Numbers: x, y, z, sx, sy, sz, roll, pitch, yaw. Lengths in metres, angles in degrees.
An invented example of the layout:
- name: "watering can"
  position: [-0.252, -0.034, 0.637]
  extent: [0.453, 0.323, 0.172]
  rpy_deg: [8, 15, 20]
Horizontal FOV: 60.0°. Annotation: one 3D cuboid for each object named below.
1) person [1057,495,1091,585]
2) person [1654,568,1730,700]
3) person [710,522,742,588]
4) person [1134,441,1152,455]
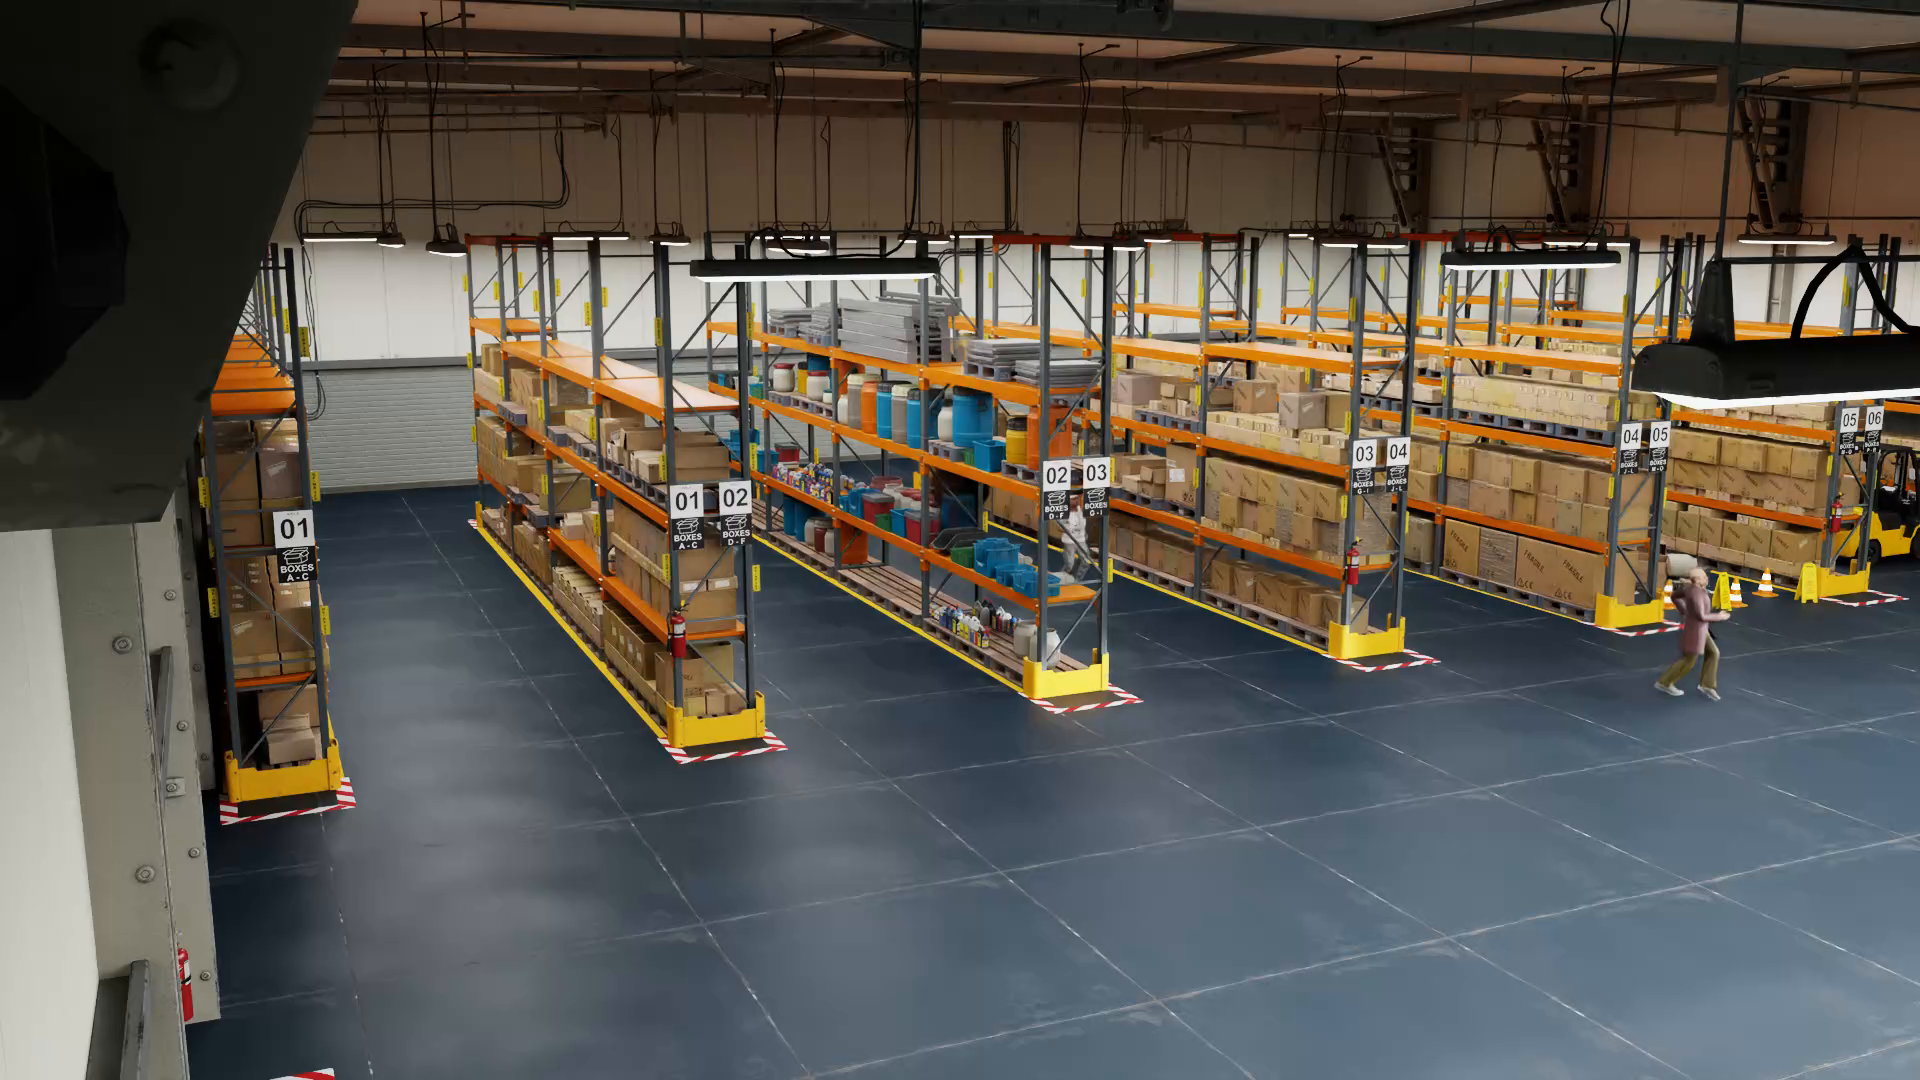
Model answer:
- name: "person"
  position: [1.951, 0.066, 28.140]
  extent: [0.659, 1.807, 0.685]
  rpy_deg: [-7, 13, -31]
- name: "person"
  position: [9.735, 1.261, 22.096]
  extent: [0.865, 1.826, 0.719]
  rpy_deg: [4, 12, 18]
- name: "person"
  position: [-4.017, -0.134, 28.951]
  extent: [0.660, 1.785, 0.982]
  rpy_deg: [-8, 13, -34]
- name: "person"
  position: [4.568, -2.564, 42.032]
  extent: [0.825, 1.637, 0.609]
  rpy_deg: [6, 13, 29]
